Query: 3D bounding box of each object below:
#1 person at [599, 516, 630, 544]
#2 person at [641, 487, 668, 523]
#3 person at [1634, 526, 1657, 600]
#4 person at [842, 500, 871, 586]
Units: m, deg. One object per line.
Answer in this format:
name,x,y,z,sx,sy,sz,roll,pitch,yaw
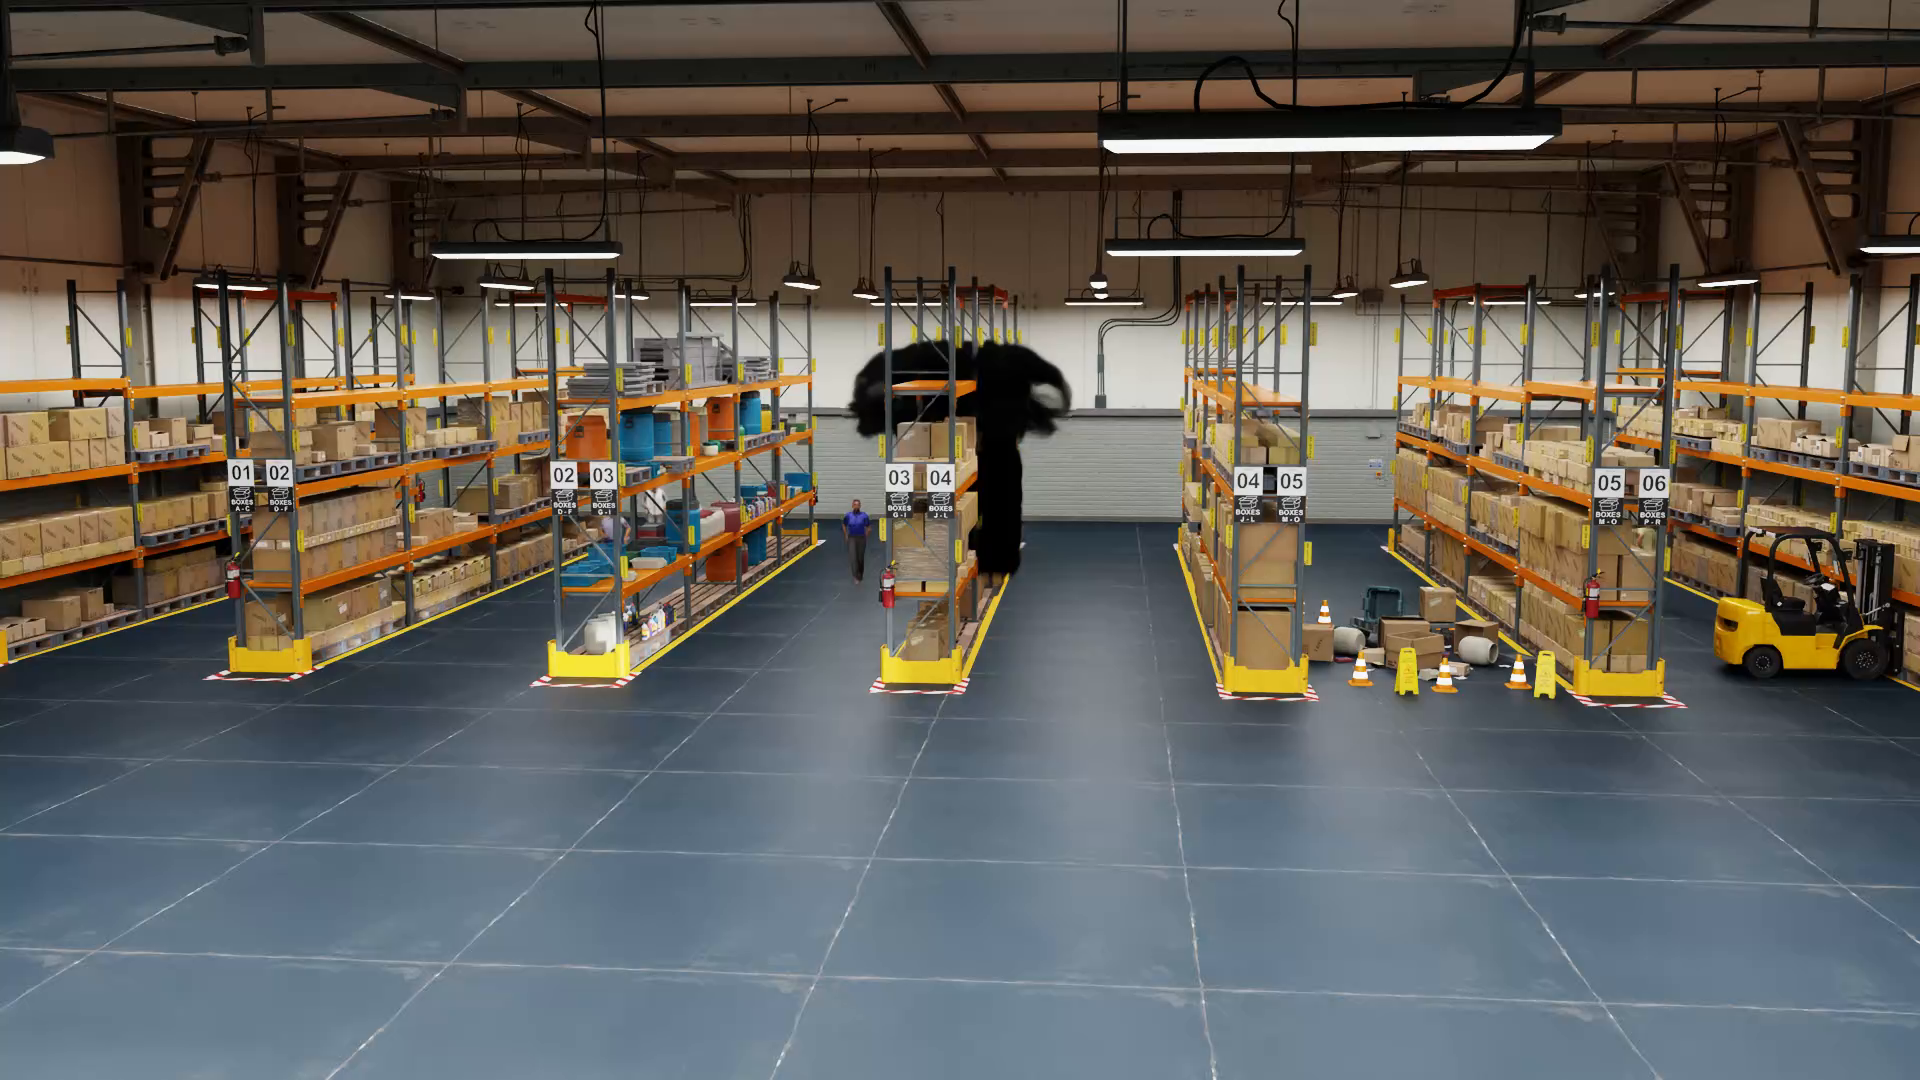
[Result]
person,-7.053,0.098,33.811,0.592,1.609,0.577,1,7,6
person,-7.230,-0.628,39.398,0.661,1.731,0.585,-1,7,-9
person,12.947,0.339,31.432,0.553,1.697,0.909,-1,7,-9
person,-1.991,0.082,32.050,0.560,1.543,0.700,0,7,-3
